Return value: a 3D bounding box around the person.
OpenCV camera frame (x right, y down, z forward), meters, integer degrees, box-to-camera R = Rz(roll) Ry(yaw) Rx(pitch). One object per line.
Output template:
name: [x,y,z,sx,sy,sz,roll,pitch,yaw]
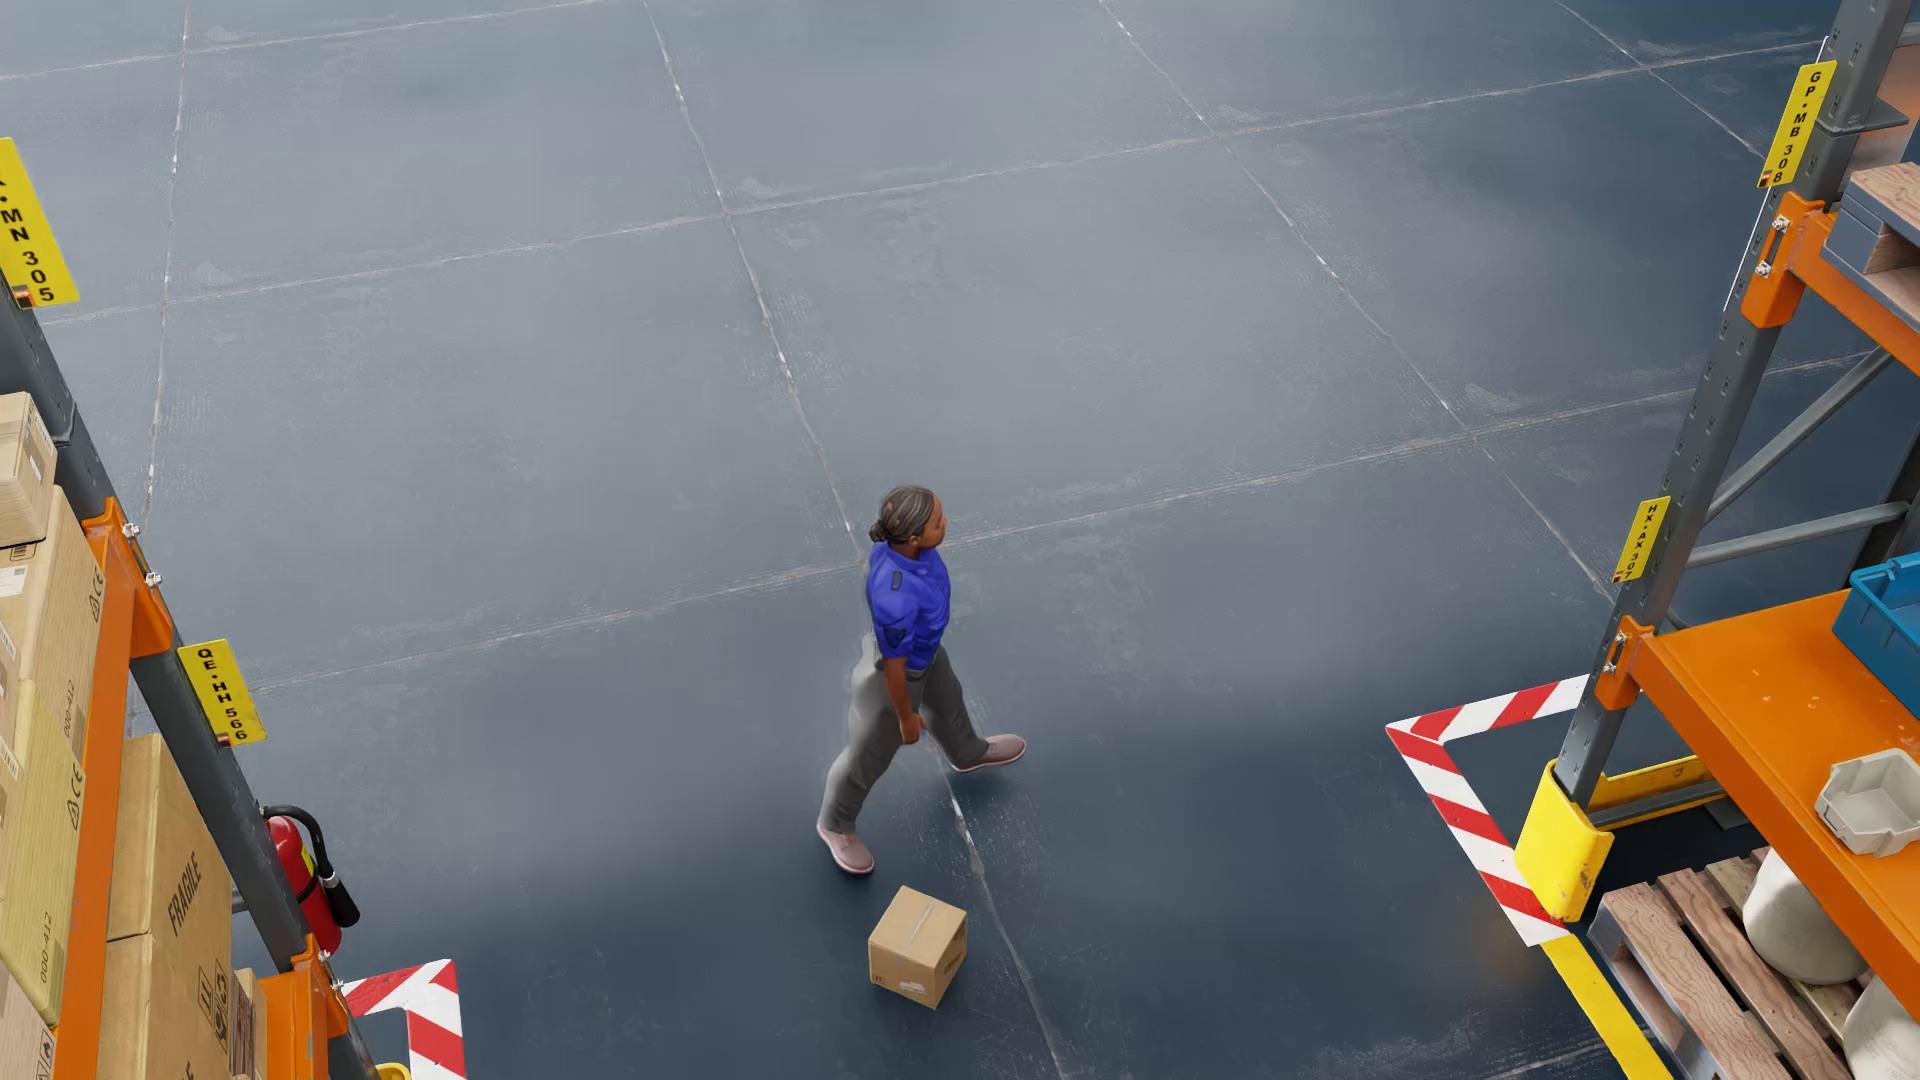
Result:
person: [-0.146,0.410,5.700,0.738,1.634,0.671,5,43,5]
